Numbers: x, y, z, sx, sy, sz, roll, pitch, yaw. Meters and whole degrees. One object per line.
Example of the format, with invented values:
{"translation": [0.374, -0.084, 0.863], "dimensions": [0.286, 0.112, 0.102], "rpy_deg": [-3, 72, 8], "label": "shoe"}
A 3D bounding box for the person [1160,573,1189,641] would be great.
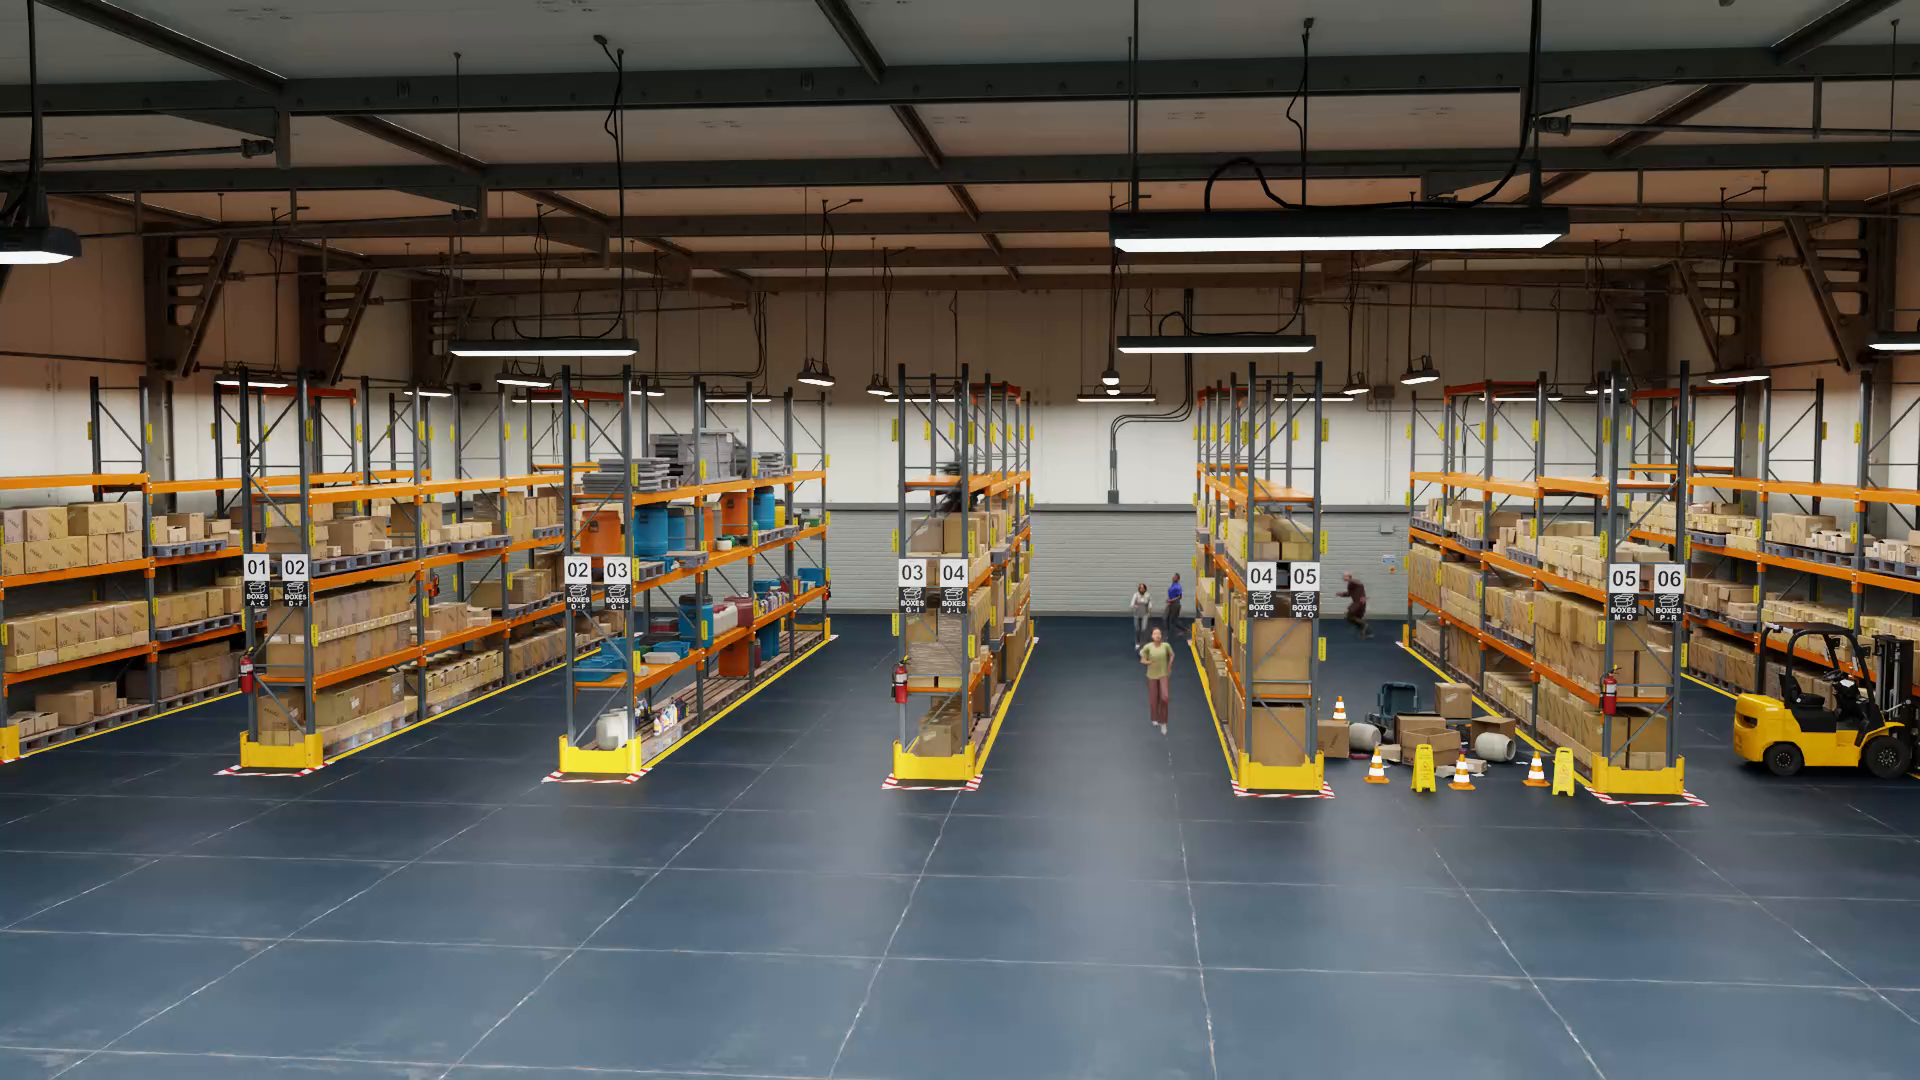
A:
{"translation": [5.225, 1.619, 40.193], "dimensions": [0.784, 1.656, 0.598], "rpy_deg": [-1, 4, -21], "label": "person"}

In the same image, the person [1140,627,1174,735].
{"translation": [3.171, 2.241, 26.709], "dimensions": [0.556, 1.708, 0.708], "rpy_deg": [0, 4, 3], "label": "person"}

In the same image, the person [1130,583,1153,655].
{"translation": [4.127, 1.786, 37.821], "dimensions": [0.496, 1.643, 0.790], "rpy_deg": [1, 4, 11], "label": "person"}

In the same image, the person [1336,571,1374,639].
{"translation": [9.604, 1.584, 40.441], "dimensions": [0.922, 1.653, 0.737], "rpy_deg": [1, 4, 11], "label": "person"}
